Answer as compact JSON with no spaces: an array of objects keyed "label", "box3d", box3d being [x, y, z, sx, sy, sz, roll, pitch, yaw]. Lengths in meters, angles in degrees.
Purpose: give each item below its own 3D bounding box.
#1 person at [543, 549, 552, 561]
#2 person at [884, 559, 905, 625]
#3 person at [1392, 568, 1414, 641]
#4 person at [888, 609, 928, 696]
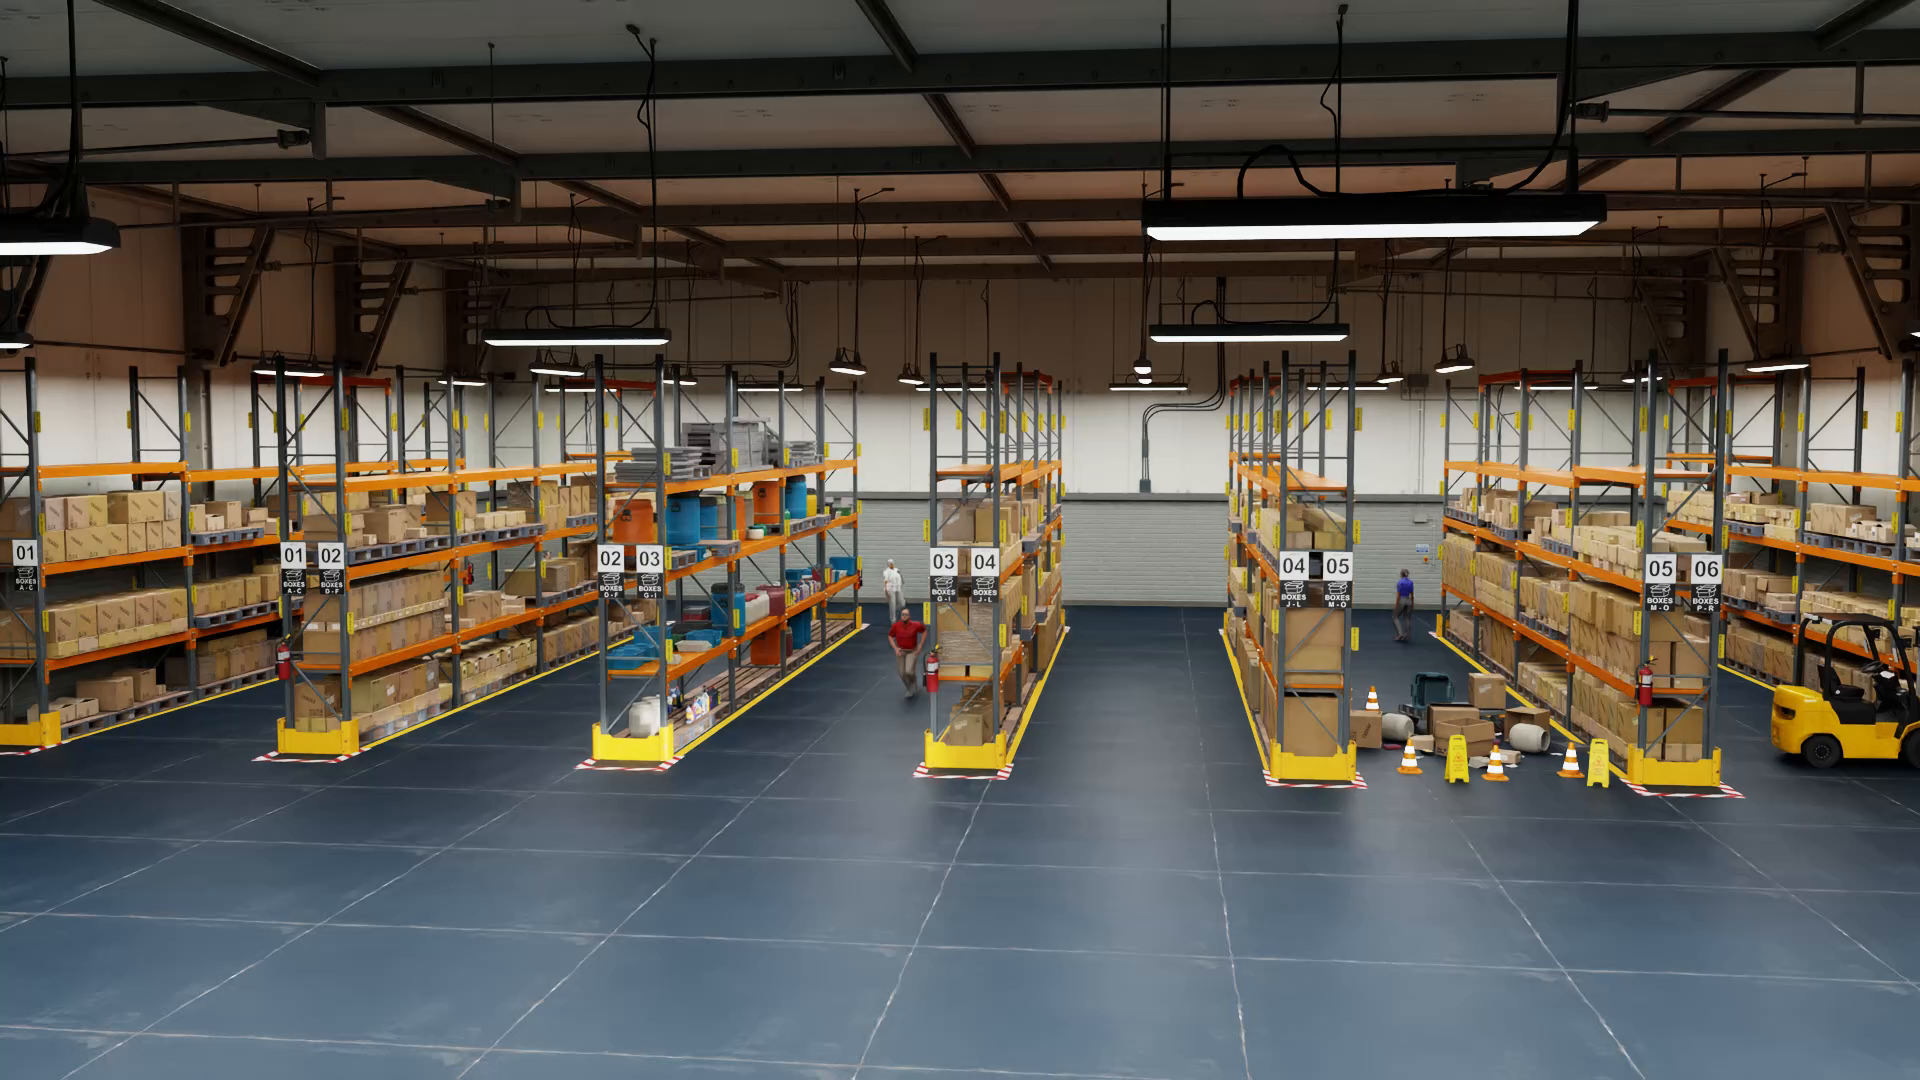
[{"label":"person","box3d":[-10.847,1.067,43.610,0.604,1.672,0.469,1,4,8]},{"label":"person","box3d":[-1.646,1.275,40.958,0.483,1.642,0.474,-3,5,-37]},{"label":"person","box3d":[10.174,1.498,38.128,0.500,1.695,0.373,-2,4,-21]},{"label":"person","box3d":[-0.945,2.051,30.216,0.670,1.640,0.739,1,4,15]}]
